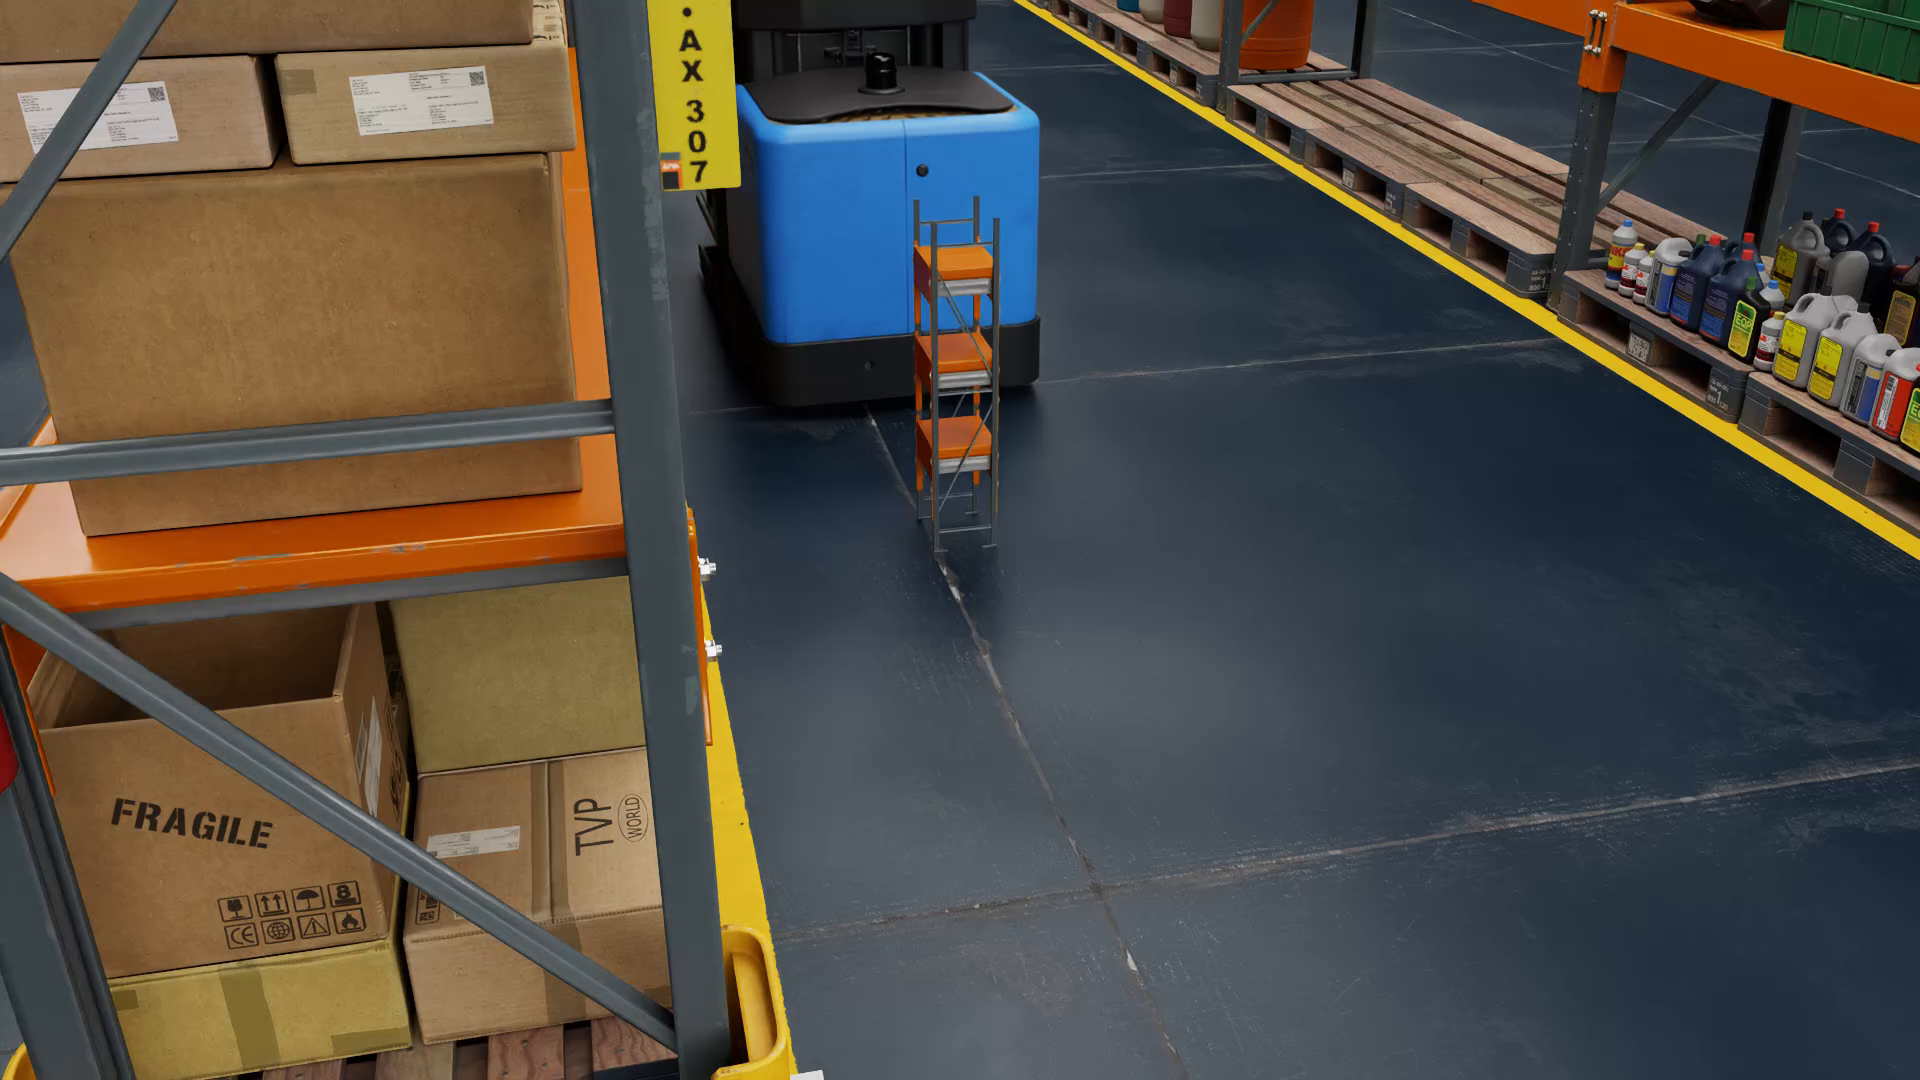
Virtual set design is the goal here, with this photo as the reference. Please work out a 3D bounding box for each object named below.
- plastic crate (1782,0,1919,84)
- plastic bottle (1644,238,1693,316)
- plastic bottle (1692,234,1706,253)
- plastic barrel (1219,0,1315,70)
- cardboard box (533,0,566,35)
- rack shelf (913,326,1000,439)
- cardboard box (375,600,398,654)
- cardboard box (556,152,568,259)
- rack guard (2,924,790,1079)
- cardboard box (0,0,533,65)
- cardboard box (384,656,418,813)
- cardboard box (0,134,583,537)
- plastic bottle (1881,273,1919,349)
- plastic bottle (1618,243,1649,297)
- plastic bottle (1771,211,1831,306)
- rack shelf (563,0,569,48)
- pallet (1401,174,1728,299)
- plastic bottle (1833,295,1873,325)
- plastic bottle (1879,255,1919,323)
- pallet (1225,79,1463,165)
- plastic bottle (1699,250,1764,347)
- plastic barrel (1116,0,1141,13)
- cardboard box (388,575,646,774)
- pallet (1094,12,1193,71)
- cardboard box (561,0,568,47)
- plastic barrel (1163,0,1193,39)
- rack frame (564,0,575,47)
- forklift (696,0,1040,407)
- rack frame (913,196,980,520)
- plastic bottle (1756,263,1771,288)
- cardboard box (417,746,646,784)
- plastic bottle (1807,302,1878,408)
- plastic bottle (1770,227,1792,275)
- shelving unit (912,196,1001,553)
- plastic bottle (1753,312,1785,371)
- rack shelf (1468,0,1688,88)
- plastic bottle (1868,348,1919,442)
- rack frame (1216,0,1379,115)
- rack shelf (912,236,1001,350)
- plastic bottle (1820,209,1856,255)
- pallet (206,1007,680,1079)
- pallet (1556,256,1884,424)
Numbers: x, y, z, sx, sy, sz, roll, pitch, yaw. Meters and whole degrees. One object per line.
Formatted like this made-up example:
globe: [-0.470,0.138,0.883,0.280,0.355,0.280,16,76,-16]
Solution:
plastic crate: [3.085,-1.656,5.437,0.450,0.188,0.662,-6,27,-12]
plastic bottle: [2.798,-1.032,6.501,0.152,0.276,0.135,-5,27,-10]
plastic bottle: [2.902,-1.047,6.521,0.061,0.283,0.133,-6,27,-12]
plastic barrel: [2.026,-3.563,10.922,0.600,0.830,0.708,-6,27,-12]
cardboard box: [-0.812,-0.762,2.600,0.380,0.149,0.250,-7,28,-13]
rack shelf: [-0.012,-0.483,5.065,0.215,0.259,0.240,-6,27,-12]
cardboard box: [-1.522,-0.055,3.784,0.500,0.500,0.500,-6,27,-12]
cardboard box: [-1.193,-0.817,3.430,0.700,0.500,0.500,-6,27,-11]
rack guard: [-0.866,1.009,2.697,1.175,0.500,0.348,-6,27,-12]
cardboard box: [-0.976,-0.971,2.294,0.700,0.500,0.500,-6,27,-11]
cardboard box: [-1.404,0.498,3.519,0.500,0.250,0.500,-6,27,-12]
cardboard box: [-0.964,-0.369,2.541,0.700,0.500,0.500,-6,27,-12]
plastic bottle: [3.502,-0.858,6.147,0.061,0.283,0.133,-6,27,-12]
plastic bottle: [2.722,-1.093,6.705,0.097,0.201,0.097,0,27,0]
plastic bottle: [3.340,-1.121,6.594,0.144,0.351,0.185,-6,27,-12]
rack shelf: [-2.223,-2.431,7.535,1.077,0.370,4.000,-6,27,-12]
pallet: [2.839,-1.471,7.931,1.003,0.211,1.213,-6,27,-12]
plastic bottle: [3.109,-0.716,5.874,0.152,0.276,0.135,-6,27,-12]
plastic bottle: [3.601,-0.954,6.338,0.061,0.283,0.133,-4,27,-8]
pallet: [2.289,-2.542,10.053,1.003,0.211,1.213,-6,27,-12]
plastic bottle: [2.874,-0.910,6.175,0.144,0.351,0.185,-7,28,-14]
plastic barrel: [1.517,-4.587,12.871,0.600,0.901,0.708,-6,27,-12]
cardboard box: [-0.890,0.110,3.456,0.500,0.500,0.500,-6,27,-12]
pallet: [1.663,-3.763,12.471,1.003,0.211,1.213,-6,27,-12]
cardboard box: [-0.922,-0.983,3.037,0.380,0.149,0.250,-6,27,-12]
plastic barrel: [1.771,-3.951,11.959,0.600,0.588,0.708,-6,27,-12]
rack frame: [-1.773,-1.874,5.634,1.000,3.000,0.127,-6,27,-12]
forklift: [-0.565,-2.436,6.824,1.130,2.935,3.031,-7,28,-13]
rack frame: [-0.040,-0.546,5.166,0.200,1.050,0.008,-6,27,-12]
plastic bottle: [2.982,-0.906,6.255,0.097,0.271,0.097,0,27,0]
cardboard box: [-0.892,0.445,3.625,0.500,0.250,0.500,-6,27,-12]
plastic bottle: [3.012,-0.641,5.644,0.144,0.351,0.185,-5,27,-9]
plastic bottle: [3.439,-1.195,6.906,0.097,0.201,0.097,0,27,0]
shelving unit: [-0.012,-0.492,5.060,0.215,1.050,0.252,-6,27,-12]
plastic bottle: [2.915,-0.716,5.958,0.097,0.201,0.097,0,27,0]
rack shelf: [2.603,-2.932,8.529,1.077,0.370,4.000,-6,27,-12]
plastic bottle: [3.084,-0.475,5.396,0.152,0.276,0.135,-6,27,-11]
rack frame: [2.153,-4.131,10.106,1.000,3.000,0.127,-6,27,-12]
rack shelf: [-0.012,-0.736,4.937,0.215,0.259,0.240,-6,27,-12]
plastic bottle: [3.480,-1.136,6.623,0.144,0.351,0.185,-7,28,-13]
pallet: [-1.084,0.795,3.440,1.003,0.211,1.213,-6,27,-12]
pallet: [3.165,-0.831,6.663,1.003,0.211,1.213,-6,27,-12]
